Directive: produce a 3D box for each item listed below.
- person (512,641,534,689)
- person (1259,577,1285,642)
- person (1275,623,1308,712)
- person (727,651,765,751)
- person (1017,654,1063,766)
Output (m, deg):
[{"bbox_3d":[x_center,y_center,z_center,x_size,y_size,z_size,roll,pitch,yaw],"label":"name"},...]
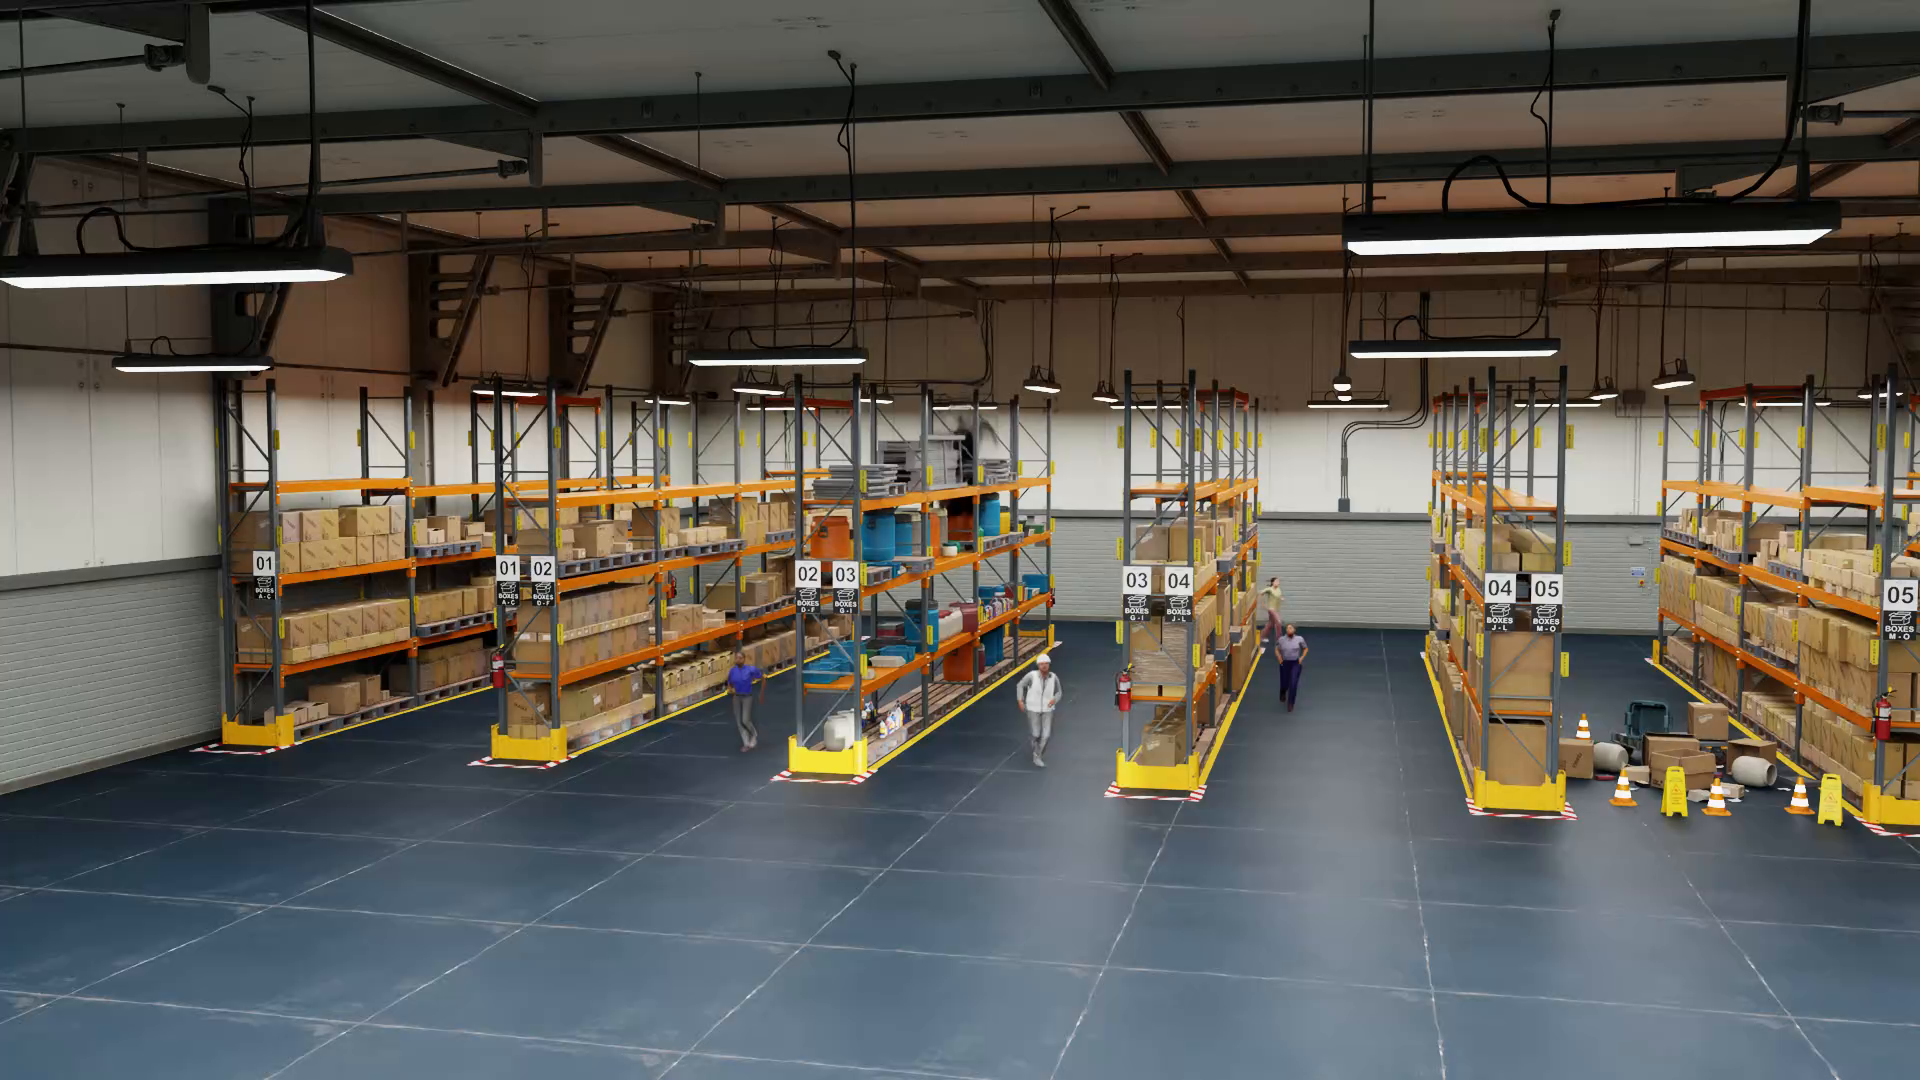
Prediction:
[{"bbox_3d":[-7.912,2.357,30.360,0.549,1.633,0.582,0,3,2],"label":"person"},{"bbox_3d":[7.630,1.733,40.498,0.594,1.688,0.911,-3,5,-43],"label":"person"},{"bbox_3d":[6.178,2.352,30.981,0.609,1.630,0.667,1,4,16],"label":"person"},{"bbox_3d":[-3.456,2.599,26.589,0.573,1.617,0.627,1,4,14],"label":"person"},{"bbox_3d":[1.236,2.618,25.673,0.693,1.730,0.681,0,3,-5],"label":"person"}]
